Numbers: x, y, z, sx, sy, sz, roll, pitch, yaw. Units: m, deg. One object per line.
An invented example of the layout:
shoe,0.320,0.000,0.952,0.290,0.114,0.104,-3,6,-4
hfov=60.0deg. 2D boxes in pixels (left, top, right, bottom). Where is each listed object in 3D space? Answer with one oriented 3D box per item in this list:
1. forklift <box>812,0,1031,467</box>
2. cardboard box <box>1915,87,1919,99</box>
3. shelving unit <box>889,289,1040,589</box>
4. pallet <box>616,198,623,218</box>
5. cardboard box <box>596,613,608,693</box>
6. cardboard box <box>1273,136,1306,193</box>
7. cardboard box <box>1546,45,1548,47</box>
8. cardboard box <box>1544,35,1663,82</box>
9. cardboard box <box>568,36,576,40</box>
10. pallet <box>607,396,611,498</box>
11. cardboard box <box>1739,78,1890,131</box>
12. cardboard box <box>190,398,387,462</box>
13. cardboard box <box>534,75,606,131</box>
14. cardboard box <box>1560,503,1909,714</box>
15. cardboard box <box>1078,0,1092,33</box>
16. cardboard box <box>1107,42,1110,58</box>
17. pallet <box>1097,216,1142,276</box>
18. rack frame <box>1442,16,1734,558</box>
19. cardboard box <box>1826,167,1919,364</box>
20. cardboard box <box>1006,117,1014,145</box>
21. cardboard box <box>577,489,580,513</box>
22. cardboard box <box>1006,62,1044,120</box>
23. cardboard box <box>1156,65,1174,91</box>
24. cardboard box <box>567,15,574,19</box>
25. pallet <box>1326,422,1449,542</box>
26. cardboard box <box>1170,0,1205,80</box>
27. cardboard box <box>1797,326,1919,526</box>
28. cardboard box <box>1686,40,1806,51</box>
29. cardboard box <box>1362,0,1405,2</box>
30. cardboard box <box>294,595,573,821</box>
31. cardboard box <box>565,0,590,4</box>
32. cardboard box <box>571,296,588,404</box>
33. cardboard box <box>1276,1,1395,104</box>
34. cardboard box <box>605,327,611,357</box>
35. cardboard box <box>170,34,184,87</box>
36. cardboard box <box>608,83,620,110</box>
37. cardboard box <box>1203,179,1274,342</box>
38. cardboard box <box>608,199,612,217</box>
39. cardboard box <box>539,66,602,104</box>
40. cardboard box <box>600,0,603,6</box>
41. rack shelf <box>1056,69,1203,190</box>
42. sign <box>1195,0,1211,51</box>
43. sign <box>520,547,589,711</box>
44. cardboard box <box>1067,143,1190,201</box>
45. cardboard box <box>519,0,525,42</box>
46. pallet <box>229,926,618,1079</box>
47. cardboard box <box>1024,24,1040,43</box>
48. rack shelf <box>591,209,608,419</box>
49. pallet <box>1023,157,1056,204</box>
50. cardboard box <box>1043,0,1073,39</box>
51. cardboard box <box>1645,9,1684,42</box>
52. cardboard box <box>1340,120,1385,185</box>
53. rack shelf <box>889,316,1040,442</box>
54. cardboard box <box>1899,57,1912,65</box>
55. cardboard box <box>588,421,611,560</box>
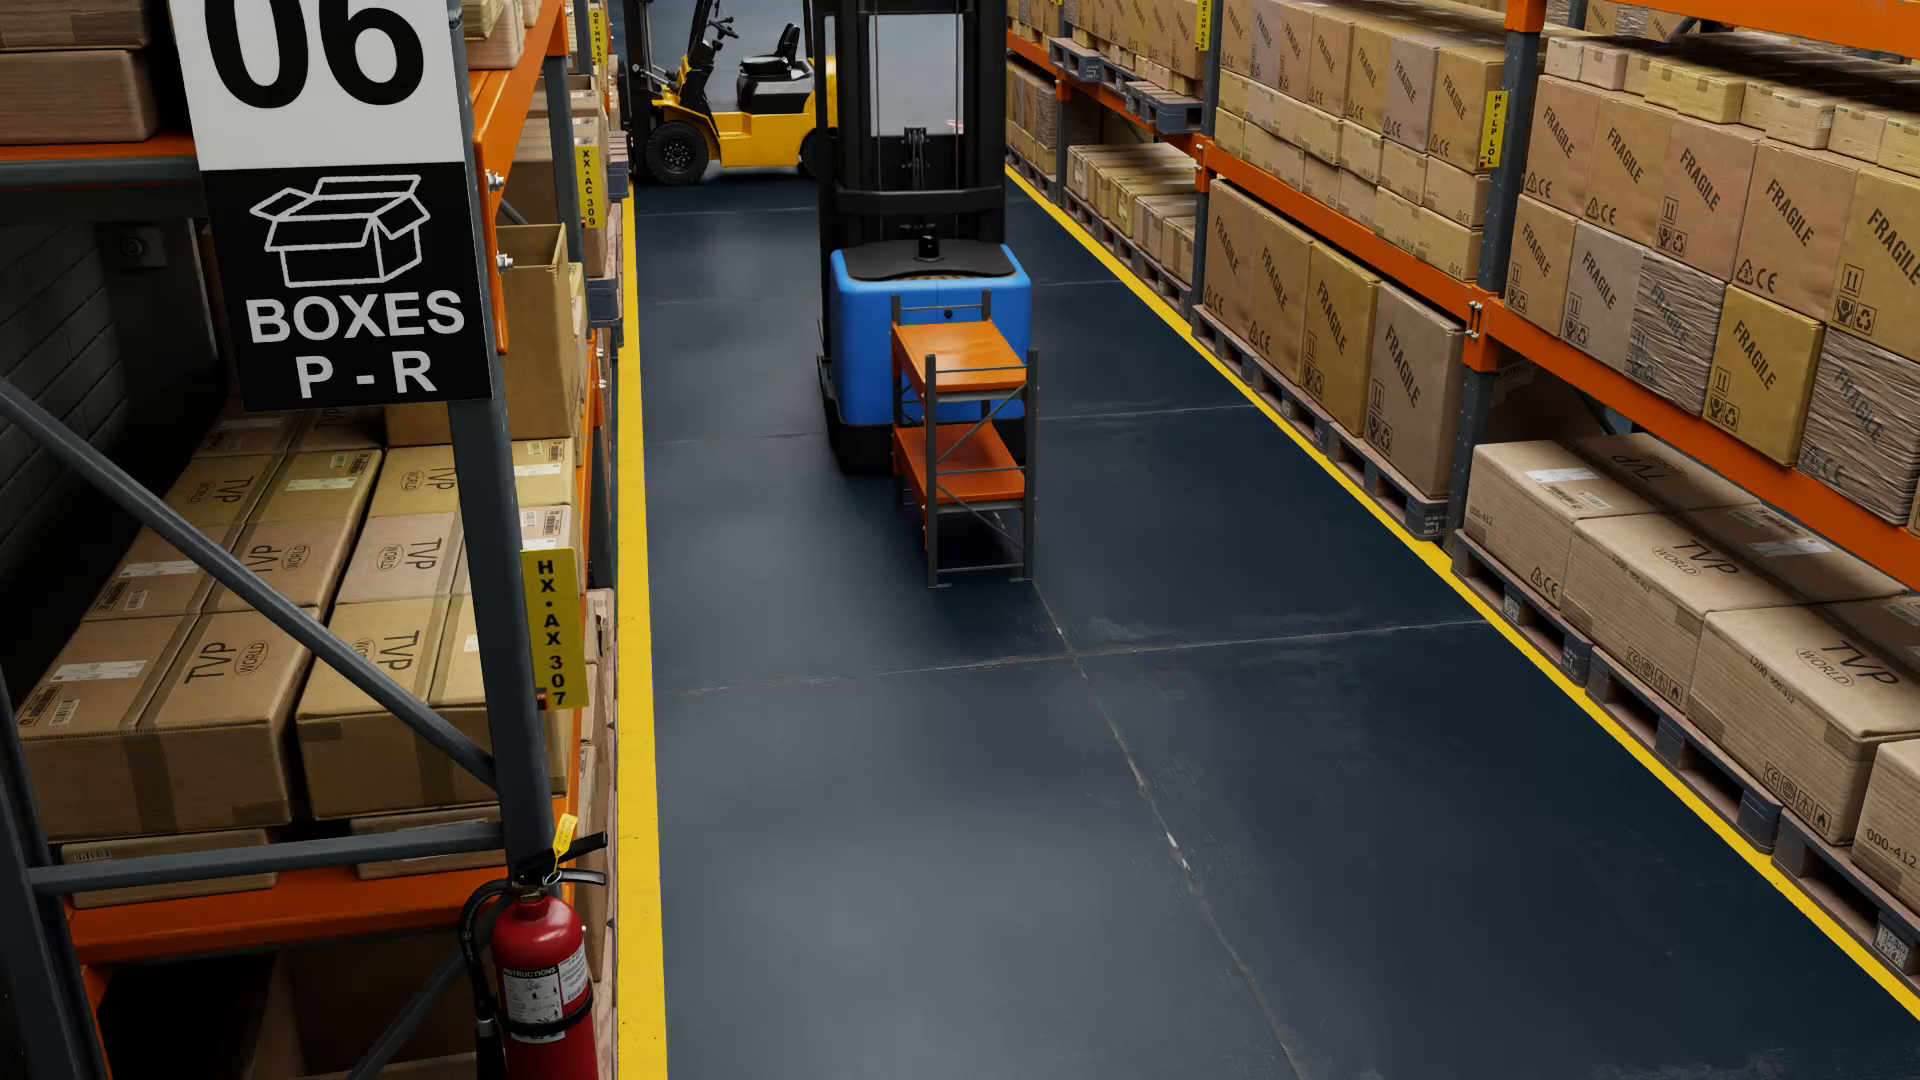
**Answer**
forklift,-0.313,-2.292,9.835,1.130,2.935,3.031,-3,24,-7
cardboard box,3.466,-1.440,5.615,0.380,0.149,0.250,-4,24,-10
shelving unit,0.001,-0.513,8.019,0.538,1.125,1.048,-4,24,-10
pallet,-3.601,-3.155,15.211,1.003,0.211,1.213,-4,24,-10
cardboard box,-1.558,0.428,6.414,0.396,0.266,0.258,-3,24,-8
cardboard box,2.169,-2.225,9.785,0.500,0.250,0.500,-4,24,-8
cardboard box,3.063,-2.038,7.794,0.500,0.500,0.500,-4,24,-9
cardboard box,2.665,-1.997,6.891,0.380,0.149,0.250,-5,24,-11
cardboard box,-2.648,-3.238,10.981,0.380,0.149,0.250,-4,24,-8
pallet,-2.432,-0.491,9.110,1.003,0.211,1.213,-4,24,-10
cardboard box,2.950,-1.499,5.749,0.380,0.149,0.250,-4,24,-10
cardboard box,-1.899,-0.230,4.844,0.500,0.250,0.500,-4,24,-10
cardboard box,-2.272,-2.155,8.783,0.797,0.503,0.637,-5,24,-11
cardboard box,3.038,0.249,6.608,0.875,0.438,0.875,-5,24,-11
cardboard box,1.280,-4.458,13.688,0.500,0.500,0.500,-4,24,-10
cardboard box,1.389,-3.916,13.258,0.380,0.149,0.250,-4,24,-9
pallet,1.757,-2.421,13.530,1.003,0.211,1.213,-4,24,-10
rack frame,2.862,-1.339,7.569,1.000,3.000,0.127,-4,24,-10
cardboard box,3.064,-0.840,5.052,0.500,0.500,0.500,-4,24,-10
cardboard box,0.720,-4.239,17.119,0.500,0.250,0.500,-3,24,-6
cardboard box,-1.325,-0.044,4.917,0.380,0.149,0.250,-4,24,-9
cardboard box,0.711,-4.585,16.975,0.500,0.500,0.500,-4,24,-9
cardboard box,1.619,-3.297,11.841,0.380,0.149,0.250,-5,24,-10
cardboard box,-2.823,-3.743,12.138,0.380,0.149,0.250,-5,24,-11
pallet,2.645,-0.359,8.809,1.003,0.211,1.213,-4,24,-10
cardboard box,1.765,-3.446,11.370,0.500,0.500,0.500,-5,24,-11
cardboard box,3.069,-0.382,5.252,0.500,0.500,0.500,-4,24,-8
cardboard box,3.173,-1.931,6.740,0.380,0.149,0.250,-4,24,-8
cardboard box,2.578,-3.032,10.069,0.500,0.500,0.500,-4,24,-9
cardboard box,-1.095,0.337,3.547,0.500,0.250,0.500,-4,24,-9
cardboard box,-3.148,-4.242,13.280,0.380,0.149,0.250,-5,24,-11
cardboard box,-1.575,-0.660,5.829,0.500,0.250,0.500,-4,24,-10
cardboard box,2.155,-2.806,9.552,0.500,0.500,0.500,-4,24,-8
cardboard box,-2.466,-1.440,10.399,0.500,0.500,0.500,-4,24,-8
cardboard box,-1.742,-0.963,3.274,0.380,0.149,0.250,-4,24,-8
cardboard box,-3.464,-4.118,15.593,0.500,0.250,0.500,-3,24,-8
cardboard box,2.168,-1.854,10.876,0.875,0.875,0.875,-5,24,-10
cardboard box,-3.388,-3.017,13.853,0.875,0.625,0.625,-3,24,-7
cardboard box,-2.573,-2.899,10.702,0.500,0.250,0.500,-4,24,-10
cardboard box,-3.433,-4.561,14.819,0.500,0.500,0.500,-4,24,-9
rack shelf,1.752,-3.370,13.117,1.077,0.370,4.000,-4,24,-10
sign,1.590,-3.363,10.855,0.100,0.325,0.005,-4,24,-10
sign,-0.743,0.166,3.041,0.100,0.325,0.005,-4,24,-10
cardboard box,1.482,-3.268,14.744,0.950,0.372,0.625,-4,24,-9
cardboard box,-1.212,-1.211,3.841,0.380,0.149,0.250,-4,24,-10
pallet,-1.438,1.537,4.467,1.003,0.211,1.213,-4,24,-10
cardboard box,0.832,-4.874,15.976,0.380,0.149,0.250,-5,24,-11
rack shelf,-2.386,-1.428,8.670,1.077,0.370,4.000,-4,24,-10
pallet,1.223,-3.470,15.931,1.003,0.211,1.213,-4,24,-10
cardboard box,1.056,-4.825,15.052,0.500,0.500,0.500,-5,24,-11
cardboard box,6.245,-4.316,14.259,0.500,0.500,0.500,-4,24,-10
cardboard box,2.340,-2.055,8.769,0.500,0.250,0.500,-4,24,-8
rack shelf,0.001,-0.781,7.902,0.538,0.278,1.000,-4,24,-10
cardboard box,7.150,-3.561,12.531,0.500,0.500,0.500,-4,24,-9
cardboard box,-1.884,-0.224,7.615,0.500,0.500,0.500,-3,24,-7
